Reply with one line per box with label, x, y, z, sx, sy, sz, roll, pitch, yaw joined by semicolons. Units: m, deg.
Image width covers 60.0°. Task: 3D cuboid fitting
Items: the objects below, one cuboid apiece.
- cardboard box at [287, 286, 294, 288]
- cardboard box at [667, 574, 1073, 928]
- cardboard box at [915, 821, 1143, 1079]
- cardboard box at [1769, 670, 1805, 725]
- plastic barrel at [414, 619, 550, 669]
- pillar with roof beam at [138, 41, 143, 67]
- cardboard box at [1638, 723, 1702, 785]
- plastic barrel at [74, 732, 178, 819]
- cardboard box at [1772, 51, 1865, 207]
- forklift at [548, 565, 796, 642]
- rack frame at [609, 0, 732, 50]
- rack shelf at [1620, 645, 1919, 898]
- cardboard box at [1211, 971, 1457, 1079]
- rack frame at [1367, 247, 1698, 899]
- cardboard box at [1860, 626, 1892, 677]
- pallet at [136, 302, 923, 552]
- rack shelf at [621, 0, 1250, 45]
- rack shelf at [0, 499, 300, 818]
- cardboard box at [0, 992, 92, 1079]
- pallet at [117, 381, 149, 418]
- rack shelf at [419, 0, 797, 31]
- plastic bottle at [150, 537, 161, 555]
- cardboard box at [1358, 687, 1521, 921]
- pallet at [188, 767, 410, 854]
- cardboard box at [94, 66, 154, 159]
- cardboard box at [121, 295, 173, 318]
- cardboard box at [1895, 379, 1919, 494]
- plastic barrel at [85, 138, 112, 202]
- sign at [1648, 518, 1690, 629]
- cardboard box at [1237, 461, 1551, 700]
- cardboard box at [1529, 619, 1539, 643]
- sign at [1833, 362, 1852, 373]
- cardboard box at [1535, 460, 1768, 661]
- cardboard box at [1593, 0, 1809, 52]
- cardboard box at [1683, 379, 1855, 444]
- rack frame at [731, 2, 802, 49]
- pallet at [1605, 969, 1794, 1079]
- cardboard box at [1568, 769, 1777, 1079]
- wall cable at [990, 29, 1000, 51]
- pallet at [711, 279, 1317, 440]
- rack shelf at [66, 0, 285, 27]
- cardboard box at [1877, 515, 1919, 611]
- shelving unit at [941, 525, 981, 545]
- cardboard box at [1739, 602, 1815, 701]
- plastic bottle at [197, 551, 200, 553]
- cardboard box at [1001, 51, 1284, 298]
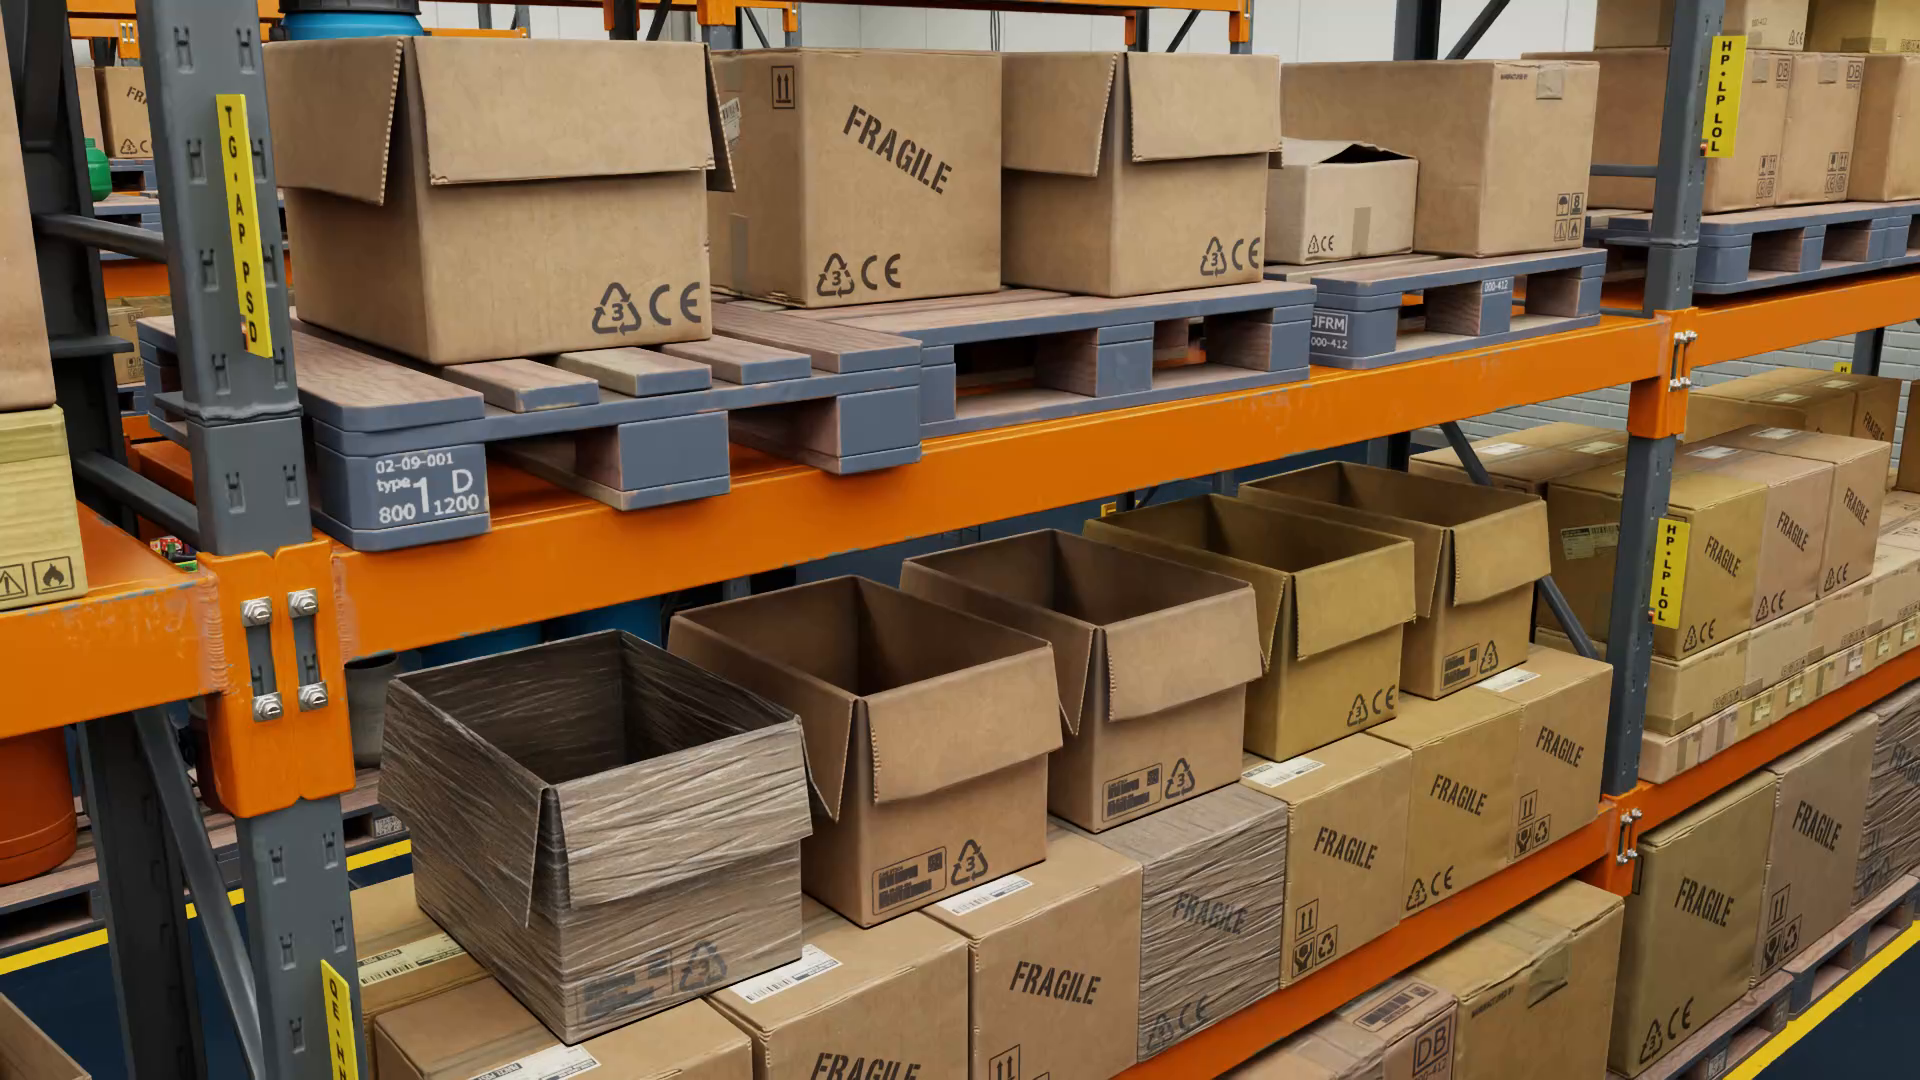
cardboard box;-7.028;-2.732;17.084;0.700;0.700;0.980;-13;20;-41
cardboard box;-0.210;0.431;3.685;0.637;0.503;0.797;-12;19;-38
cardboard box;0.052;0.942;3.718;0.500;0.500;0.500;-13;20;-40
cardboard box;2.787;0.519;5.981;0.250;0.149;0.380;-13;20;-41
plastic barrel;-2.455;0.573;8.546;0.708;0.901;0.600;-13;19;-39
pillar with roof beam;-5.216;-4.723;13.494;0.400;9.000;9.100;-13;19;-39
cardboard box;2.194;0.653;5.479;0.250;0.149;0.380;-13;19;-39
plastic barrel;-3.791;1.030;7.587;0.421;0.512;0.421;0;15;0
cardboard box;2.712;-1.466;5.912;0.500;0.500;0.700;-11;19;-37
forklift;-2.612;-0.849;10.748;3.031;2.935;1.130;-12;19;-37
rack frame;-1.499;-3.345;8.337;0.127;3.000;1.000;-13;19;-39
rack shelf;3.261;0.526;6.862;4.000;0.370;1.077;-13;19;-39
cardboard box;0.609;1.605;4.733;0.875;0.875;1.225;-14;20;-41
rack frame;1.752;0.517;5.501;0.127;3.000;1.000;-13;19;-39
cardboard box;3.369;0.389;6.468;0.250;0.149;0.380;-13;20;-41
pallet;-0.814;-0.283;3.049;1.003;0.211;1.213;-12;19;-37
rack shelf;0.010;-3.143;9.750;4.000;0.370;1.077;-13;19;-39
rack shelf;-2.774;0.432;1.402;4.000;0.370;1.077;-13;19;-39
cardboard box;-1.646;1.043;2.526;0.500;0.500;0.500;13;20;40
pallet;-6.301;-0.972;11.448;1.213;0.211;1.003;-13;19;-39
rack shelf;-3.239;-4.300;13.311;4.000;0.370;1.077;-13;19;-39
plastic bottle;-3.778;0.021;7.744;0.097;0.201;0.097;0;15;0
cardboard box;1.201;0.684;4.684;0.500;0.500;0.500;-12;19;-38
pallet;-3.029;1.231;8.234;1.213;0.211;1.003;-13;19;-39
cardboard box;-5.665;-2.972;11.550;0.600;0.600;0.600;-13;20;-40
cardboard box;-5.729;-1.498;12.037;0.500;0.500;0.700;-9;17;-31
cardboard box;4.575;-0.460;7.422;0.500;0.500;0.500;-12;19;-39
plastic barrel;-3.566;-1.481;6.657;0.294;0.245;0.294;0;15;0
sign;2.116;0.100;4.973;0.005;0.325;0.100;-13;19;-39
cardboard box;1.276;0.094;4.948;0.637;0.503;0.797;-13;20;-41
cardboard box;1.913;0.320;5.953;0.500;0.250;0.500;-13;20;-40
sign;4.410;-0.726;8.324;0.005;0.325;0.100;-13;19;-39
cardboard box;2.281;0.052;5.503;0.500;0.500;0.500;-13;19;-39
cardboard box;2.466;-1.752;5.529;0.500;0.250;0.500;-14;21;-43
cardboard box;3.466;-0.392;7.164;0.500;0.500;0.500;-13;20;-41
rack frame;-1.730;-4.988;14.486;0.127;3.000;1.000;-13;19;-39
pallet;2.377;1.751;6.286;1.213;0.211;1.003;-13;19;-39
cardboard box;2.303;1.245;6.081;0.875;0.875;0.875;-13;19;-39
wall cable;-0.484;-5.340;21.821;0.112;2.526;3.097;-13;19;-39
pallet;0.027;-0.473;3.760;1.213;0.211;1.003;-12;19;-37
rack shelf;-6.257;-3.431;10.825;4.000;0.370;1.077;-13;19;-39
cardboard box;3.812;0.074;6.874;0.500;0.250;0.500;-14;20;-41
shelving unit;0.006;-0.436;13.139;0.210;0.900;0.258;-13;20;-39
cardboard box;2.657;0.334;5.901;0.500;0.250;0.500;-13;20;-40
plastic bottle;-3.249;0.128;7.208;0.097;0.271;0.097;0;15;0
cardboard box;0.262;-0.857;3.821;0.637;0.503;0.797;-13;20;-40
